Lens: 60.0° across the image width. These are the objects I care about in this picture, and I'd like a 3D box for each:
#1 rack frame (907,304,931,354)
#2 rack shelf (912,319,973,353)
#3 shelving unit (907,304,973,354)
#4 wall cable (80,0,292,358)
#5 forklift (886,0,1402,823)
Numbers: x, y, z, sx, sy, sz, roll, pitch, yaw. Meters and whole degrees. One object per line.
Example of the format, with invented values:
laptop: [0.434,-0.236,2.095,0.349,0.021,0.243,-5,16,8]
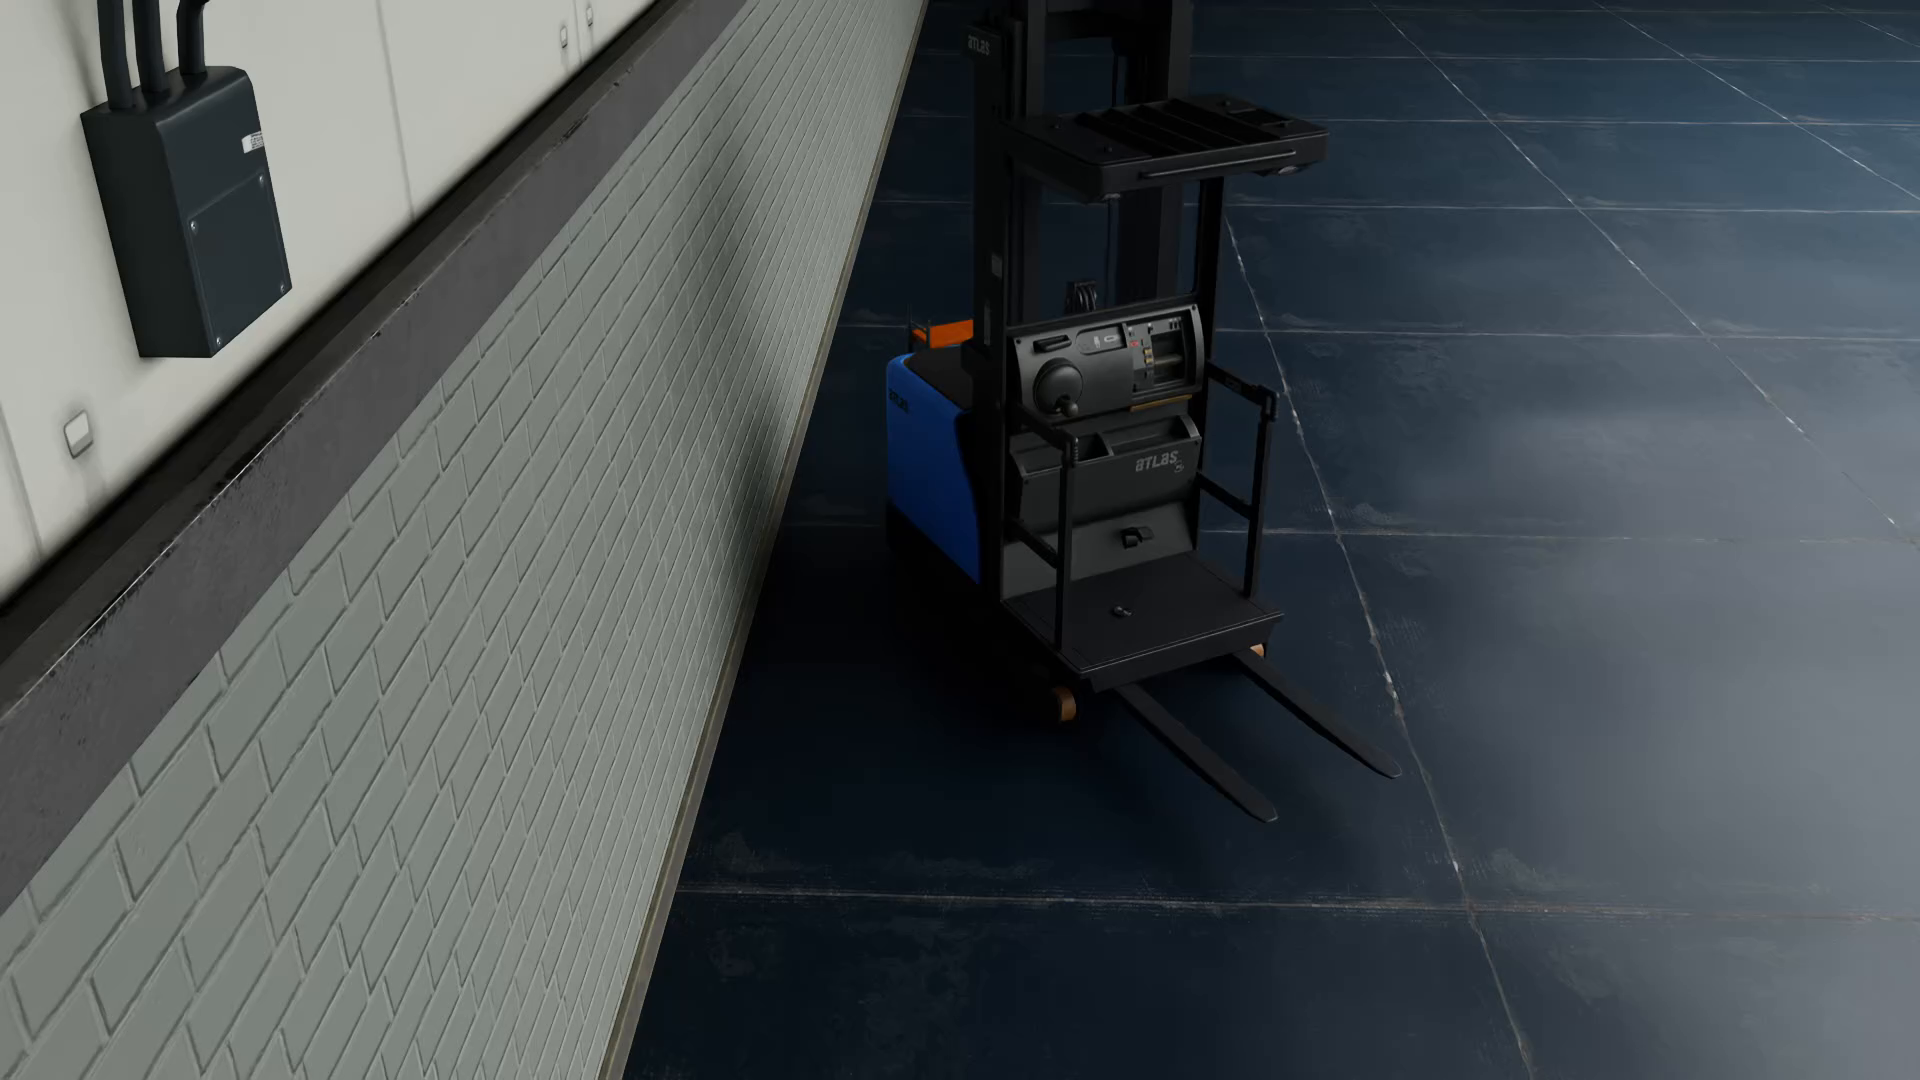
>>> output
rack frame: [-0.208,-0.616,8.630,0.015,1.200,0.240,-14,31,-24]
rack shelf: [0.008,-1.017,8.547,0.480,0.148,0.258,-14,31,-24]
shelving unit: [0.009,-0.669,8.730,0.503,1.200,0.258,-14,31,-24]
wall cable: [-1.083,-3.456,2.030,0.169,6.003,2.305,1,28,2]
forklift: [0.748,-0.735,7.007,1.130,2.935,3.031,-14,31,-24]
